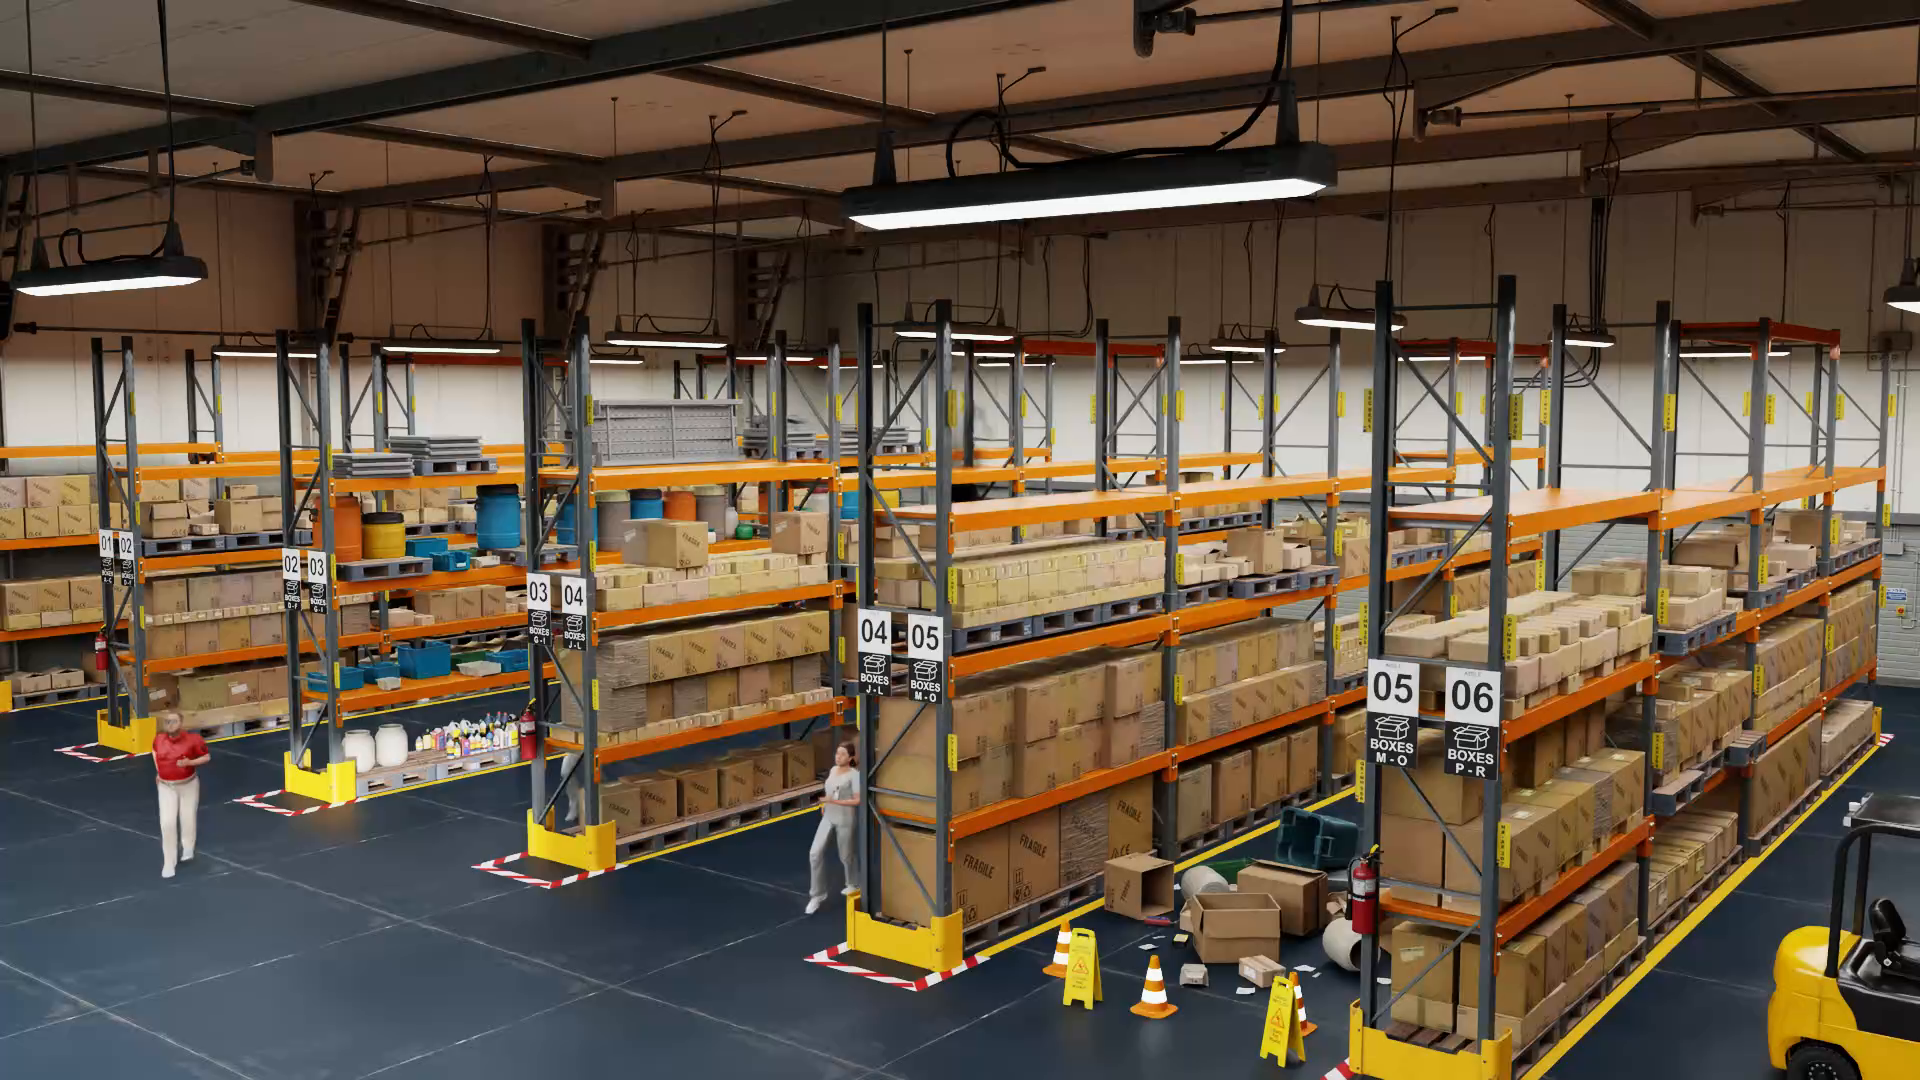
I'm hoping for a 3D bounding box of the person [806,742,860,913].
[{"bbox_3d":[-1.195,2.869,16.790,0.539,1.695,0.781,3,6,32],"label":"person"}]

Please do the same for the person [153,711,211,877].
[{"bbox_3d":[-8.491,2.751,18.138,0.626,1.810,0.800,-1,5,-16],"label":"person"}]

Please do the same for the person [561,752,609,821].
[{"bbox_3d":[-4.564,2.535,20.318,0.606,1.801,0.839,3,6,29],"label":"person"}]
